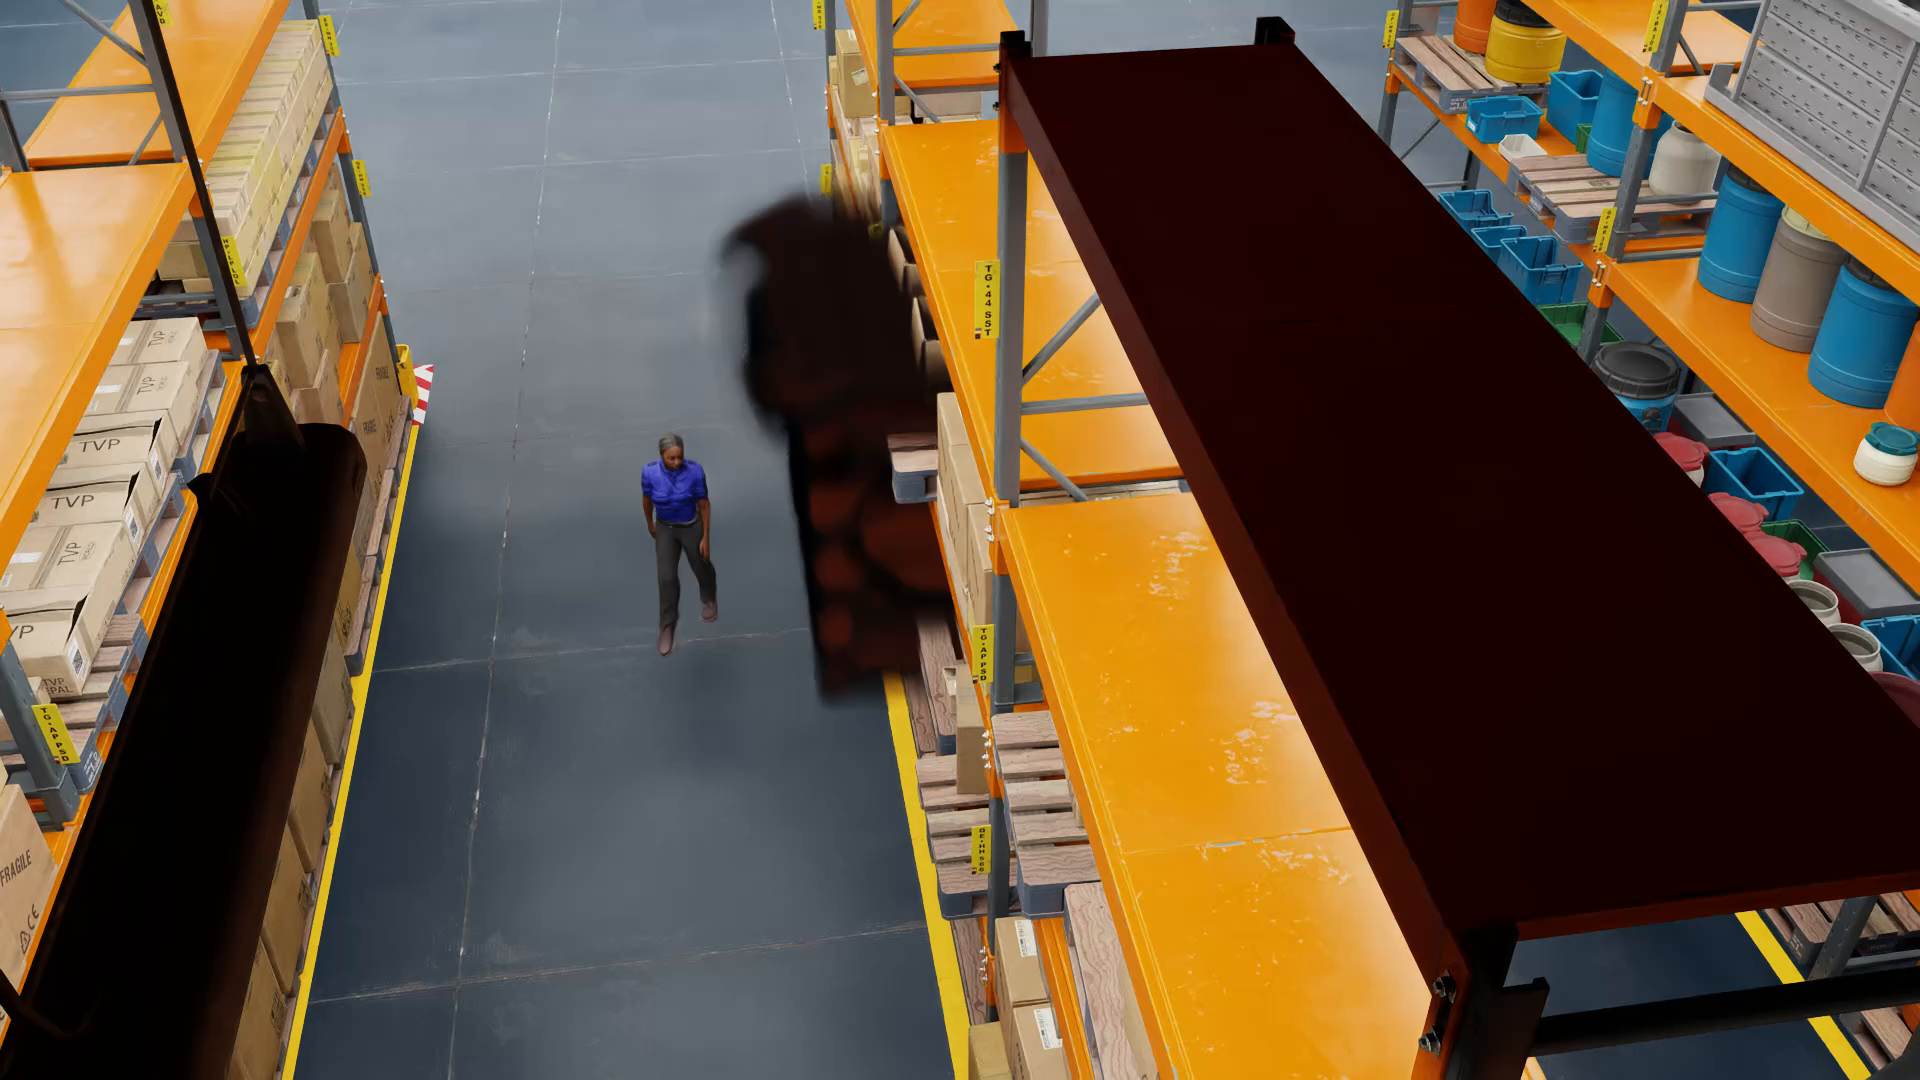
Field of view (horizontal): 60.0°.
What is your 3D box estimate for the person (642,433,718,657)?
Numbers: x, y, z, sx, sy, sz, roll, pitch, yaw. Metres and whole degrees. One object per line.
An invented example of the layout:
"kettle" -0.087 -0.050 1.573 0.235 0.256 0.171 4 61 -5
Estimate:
"person" -1.968 -0.018 11.635 0.507 1.736 0.625 11 38 14
